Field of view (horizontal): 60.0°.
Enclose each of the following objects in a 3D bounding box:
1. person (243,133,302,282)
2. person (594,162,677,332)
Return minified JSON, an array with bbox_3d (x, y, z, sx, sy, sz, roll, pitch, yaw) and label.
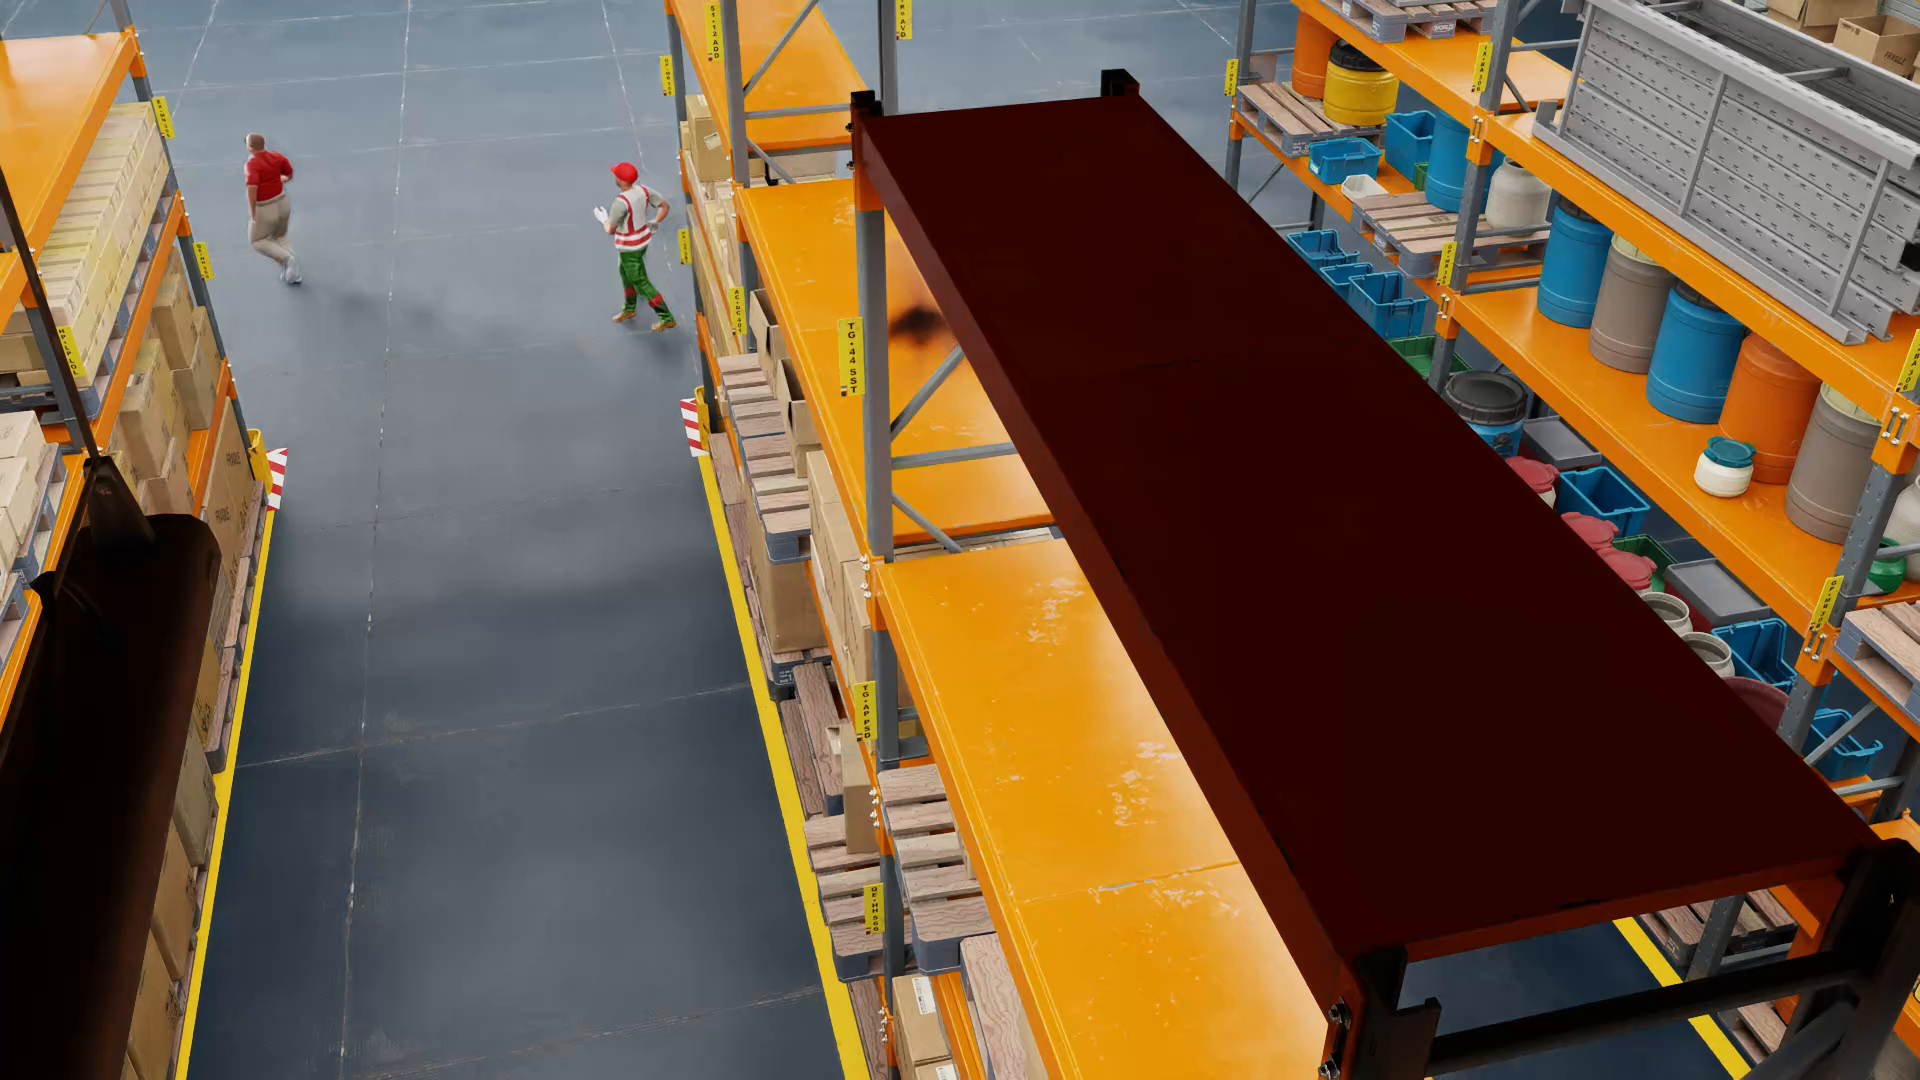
[{"bbox_3d":[-7.394,-3.540,17.776,0.577,1.692,0.705,16,37,22],"label":"person"},{"bbox_3d":[-3.275,-2.941,16.776,0.859,1.833,0.652,12,36,17],"label":"person"}]
